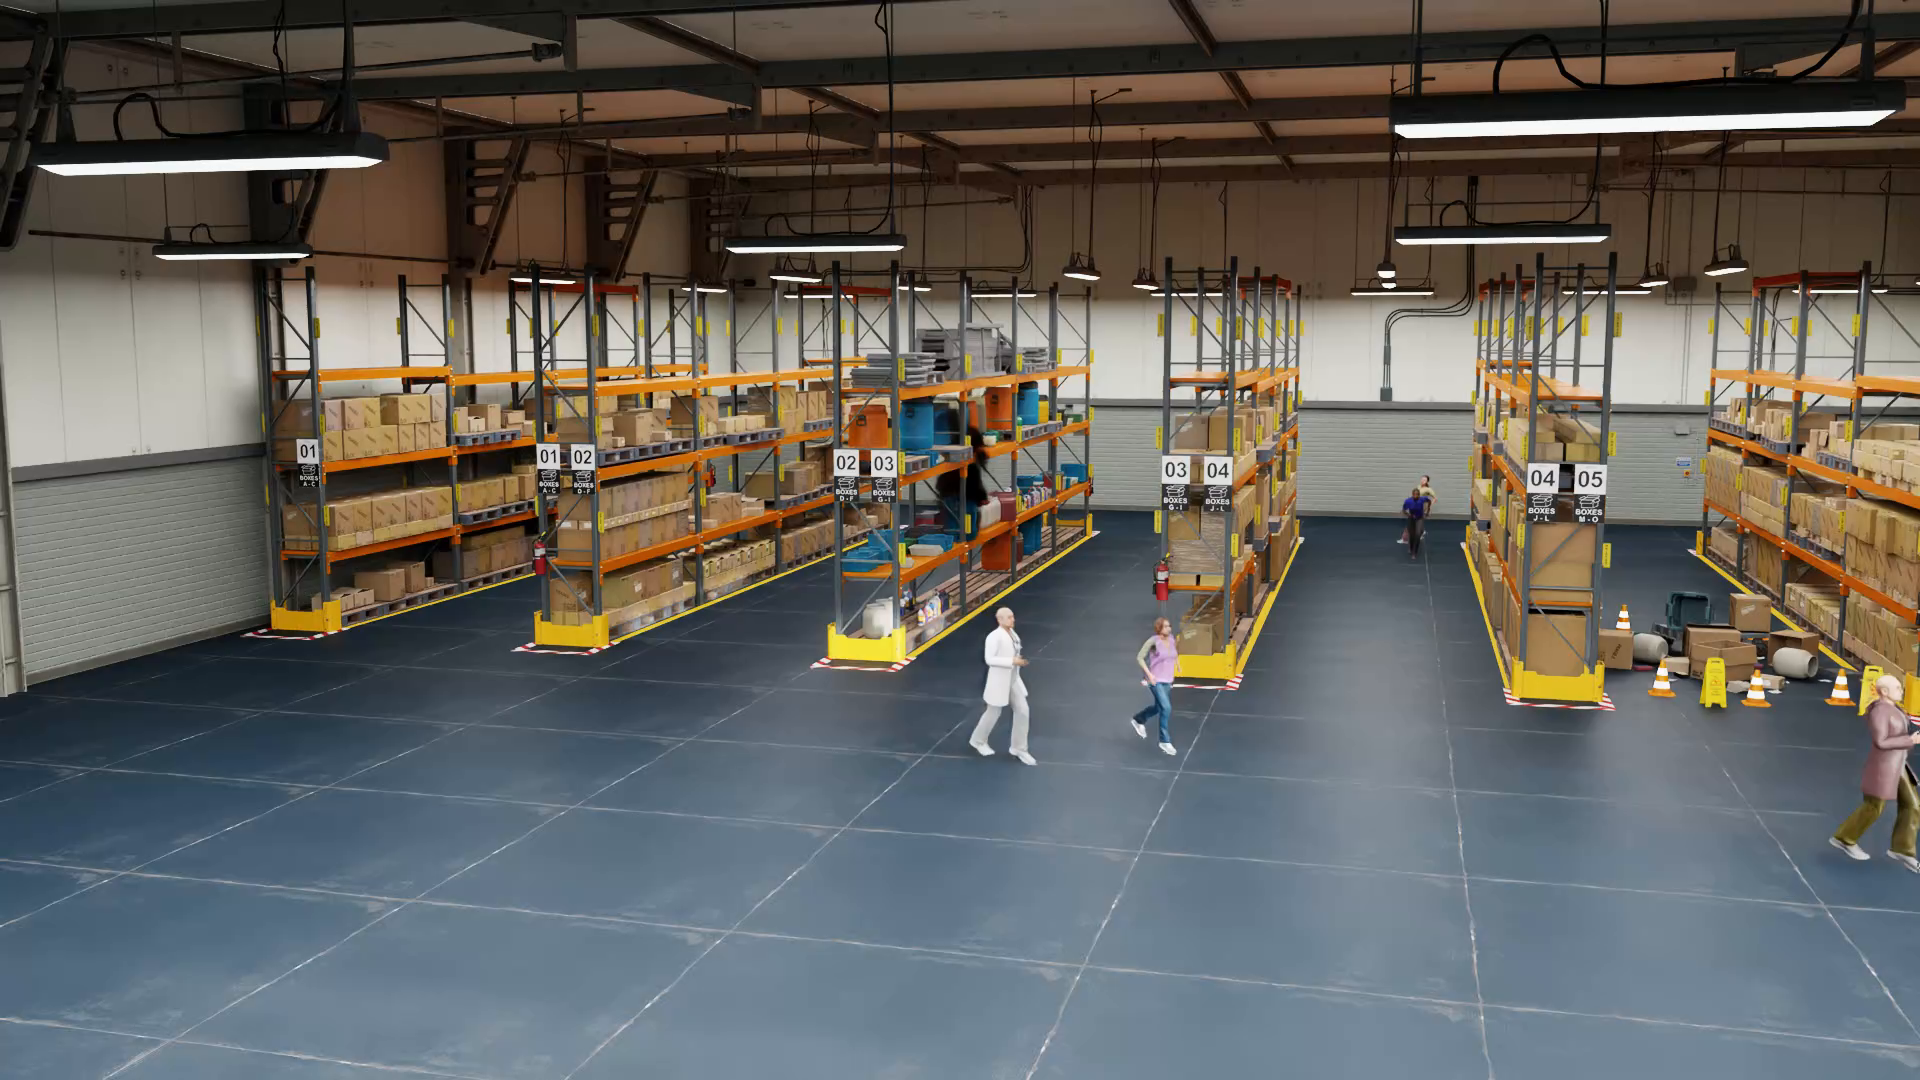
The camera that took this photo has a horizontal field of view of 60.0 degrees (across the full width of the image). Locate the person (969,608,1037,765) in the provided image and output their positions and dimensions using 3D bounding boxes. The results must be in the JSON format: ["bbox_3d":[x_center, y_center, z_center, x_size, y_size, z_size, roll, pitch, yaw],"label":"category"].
[{"bbox_3d":[0.469,1.684,19.271,0.880,1.831,0.683,6,9,40],"label":"person"}]

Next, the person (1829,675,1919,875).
[{"bbox_3d":[8.589,2.161,15.432,0.685,1.831,0.796,-6,10,-42],"label":"person"}]

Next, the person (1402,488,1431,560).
[{"bbox_3d":[9.986,-0.366,36.456,0.617,1.613,0.959,2,7,12],"label":"person"}]

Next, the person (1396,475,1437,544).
[{"bbox_3d":[10.606,-0.704,38.588,0.883,1.610,0.634,-3,8,-25],"label":"person"}]

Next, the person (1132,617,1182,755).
[{"bbox_3d":[2.347,1.699,19.877,0.536,1.607,0.775,-6,9,-40],"label":"person"}]
